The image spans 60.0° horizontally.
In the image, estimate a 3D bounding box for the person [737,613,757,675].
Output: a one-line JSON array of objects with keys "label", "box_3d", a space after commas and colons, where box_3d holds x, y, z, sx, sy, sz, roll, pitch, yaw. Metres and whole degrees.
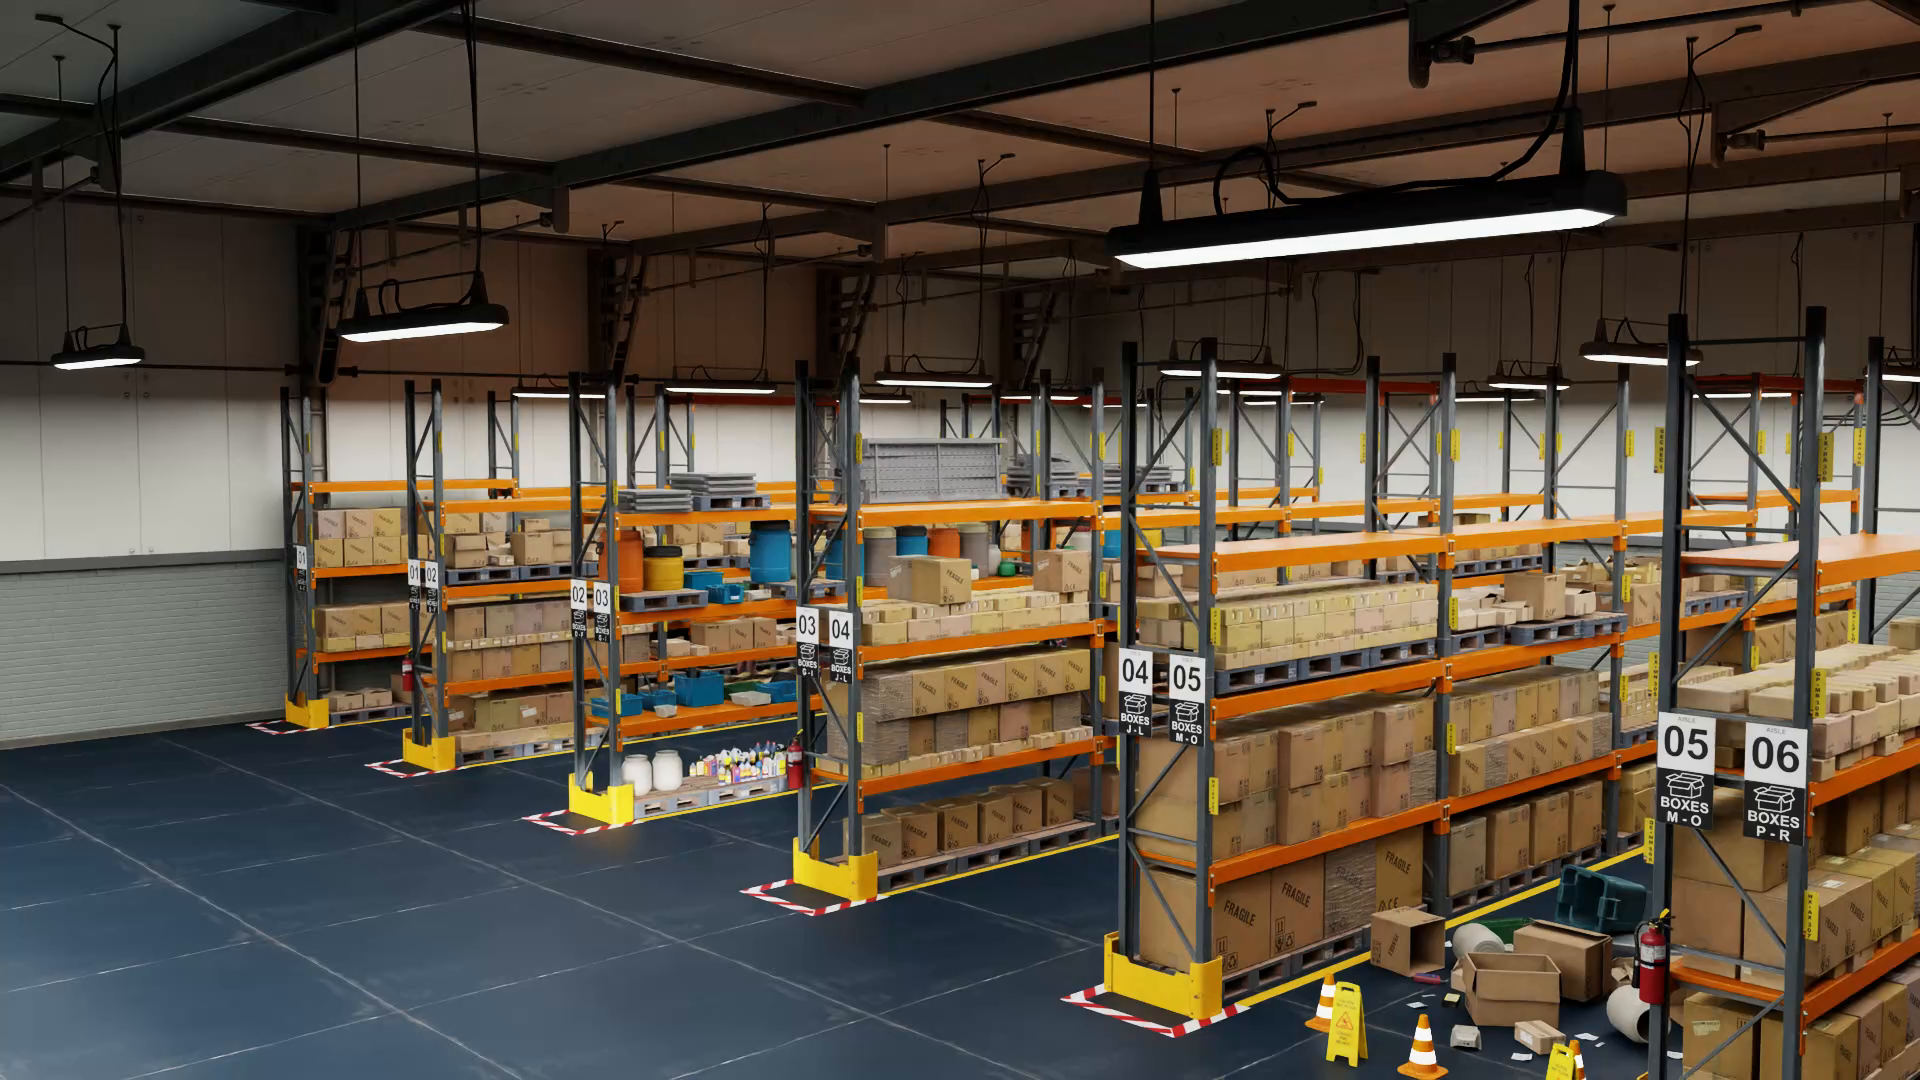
[{"label": "person", "box_3d": [-4.185, 2.234, 33.127, 0.545, 1.654, 0.600, 2, 4, 32]}]
